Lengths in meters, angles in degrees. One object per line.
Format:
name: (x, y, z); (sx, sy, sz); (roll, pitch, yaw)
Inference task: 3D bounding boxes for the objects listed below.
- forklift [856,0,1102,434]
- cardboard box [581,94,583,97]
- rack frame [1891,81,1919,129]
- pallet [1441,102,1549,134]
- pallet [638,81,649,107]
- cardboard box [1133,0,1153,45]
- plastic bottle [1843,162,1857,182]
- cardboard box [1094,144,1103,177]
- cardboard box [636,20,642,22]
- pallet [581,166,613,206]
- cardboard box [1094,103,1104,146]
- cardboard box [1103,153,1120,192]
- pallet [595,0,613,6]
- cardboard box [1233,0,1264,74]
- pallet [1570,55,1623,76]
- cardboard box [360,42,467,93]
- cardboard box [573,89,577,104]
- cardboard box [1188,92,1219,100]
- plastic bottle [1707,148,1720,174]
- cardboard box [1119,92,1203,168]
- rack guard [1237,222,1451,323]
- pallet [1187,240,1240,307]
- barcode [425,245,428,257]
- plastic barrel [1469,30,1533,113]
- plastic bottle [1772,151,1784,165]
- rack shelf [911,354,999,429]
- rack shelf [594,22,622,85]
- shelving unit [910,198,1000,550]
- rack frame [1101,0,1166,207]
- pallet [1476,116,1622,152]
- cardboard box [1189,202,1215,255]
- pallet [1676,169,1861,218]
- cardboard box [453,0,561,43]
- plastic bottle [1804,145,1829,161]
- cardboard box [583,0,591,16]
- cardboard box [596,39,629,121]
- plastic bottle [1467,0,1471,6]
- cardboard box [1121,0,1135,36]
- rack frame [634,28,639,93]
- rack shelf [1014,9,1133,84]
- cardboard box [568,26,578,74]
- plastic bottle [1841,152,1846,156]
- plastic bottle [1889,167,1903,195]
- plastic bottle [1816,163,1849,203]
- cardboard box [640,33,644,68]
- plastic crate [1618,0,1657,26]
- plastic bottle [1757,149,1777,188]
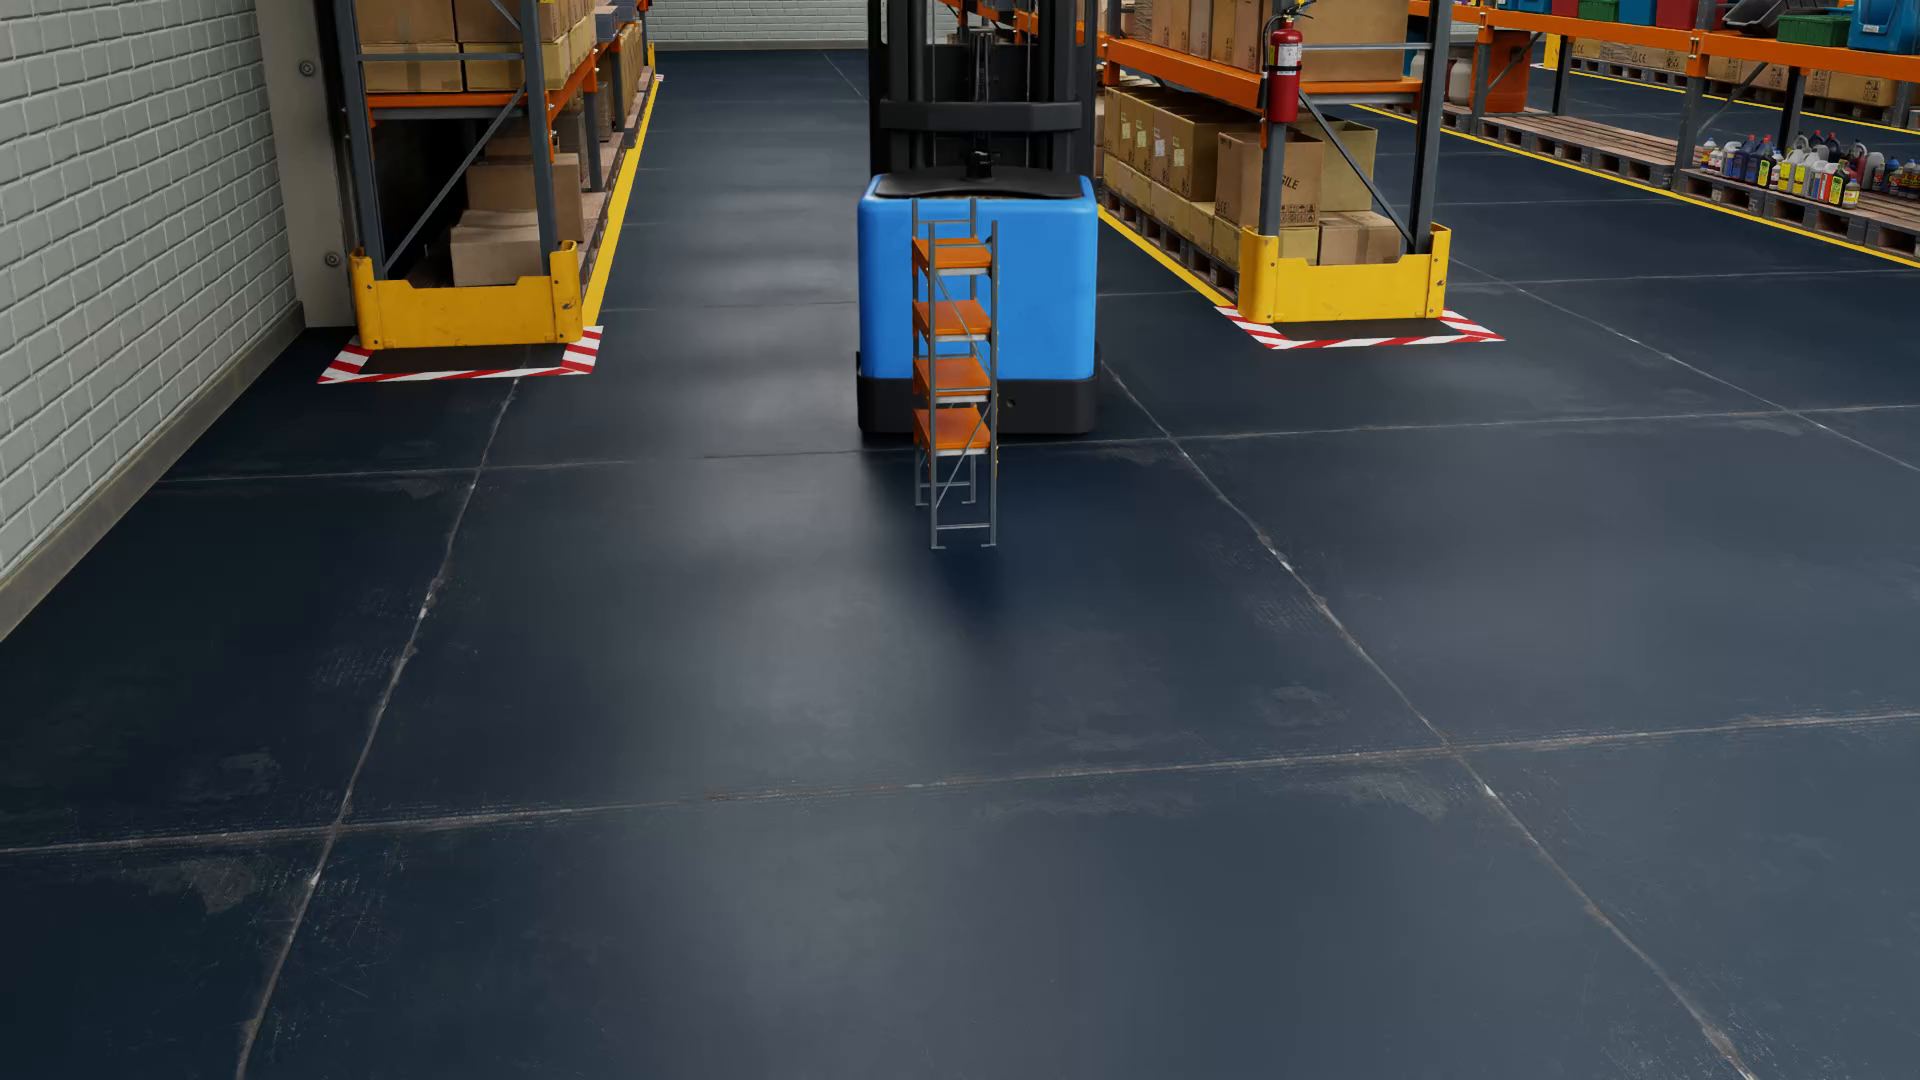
forklift: (0.114, -2.301, 8.189); (1.130, 2.935, 3.031); (1, 20, 2)
cardboard box: (-3.614, -3.694, 14.764); (0.700, 0.500, 0.500); (-3, 21, -8)
rack frame: (10.877, -6.010, 18.021); (1.000, 3.000, 0.127); (-3, 21, -8)
pallet: (5.820, -4.725, 18.565); (1.003, 0.211, 1.213); (-3, 21, -8)
pallet: (-4.437, -5.607, 20.926); (1.003, 0.211, 1.213); (-3, 21, -8)
cardboard box: (1.720, -4.020, 12.551); (0.700, 0.500, 0.500); (-3, 21, -9)
plastic bottle: (6.526, -2.632, 12.230); (0.061, 0.283, 0.133); (-3, 21, -8)
cardboard box: (1.303, -3.165, 13.732); (0.500, 0.250, 0.500); (-3, 21, -8)
cardboard box: (-4.583, -7.088, 22.951); (0.380, 0.149, 0.250); (-3, 21, -8)
pallet: (-3.365, -2.839, 13.516); (1.003, 0.211, 1.213); (-3, 21, -8)
cardboard box: (1.308, -3.424, 13.625); (0.500, 0.311, 0.500); (-3, 21, -8)
cardboard box: (1.417, -2.860, 12.915); (0.500, 0.250, 0.500); (-3, 21, -8)
pallet: (-3.502, -4.488, 14.218); (1.003, 0.211, 1.213); (-3, 21, -8)
cardboard box: (2.091, -3.133, 10.174); (0.700, 0.500, 0.500); (-2, 21, -6)
pallet: (9.916, -7.201, 25.194); (1.003, 0.211, 1.213); (-3, 21, -8)
cardboard box: (-2.934, -2.582, 9.028); (0.500, 0.250, 0.500); (-3, 21, -7)
cardboard box: (-3.520, -3.849, 14.105); (0.500, 0.250, 0.500); (-4, 21, -9)
cardboard box: (1.993, -3.064, 12.390); (0.500, 0.500, 0.500); (-3, 21, -8)
plastic bottle: (6.179, -3.103, 13.608); (0.097, 0.201, 0.097); (0, 20, 0)
cardboard box: (1.487, -3.038, 12.320); (0.500, 0.500, 0.500); (-3, 21, -8)
rack guard: (2.230, -1.563, 9.686); (1.175, 0.500, 0.348); (-3, 21, -8)
pallet: (2.075, -1.698, 10.462); (1.003, 0.211, 1.213); (-3, 21, -8)
barcode: (-3.084, -1.672, 9.606); (0.001, 0.075, 0.075); (-3, 21, -8)
plastic barrel: (5.888, -5.109, 18.110); (0.600, 0.830, 0.708); (-3, 21, -8)
plastic bottle: (6.343, -2.889, 12.934); (0.097, 0.271, 0.097); (0, 20, 0)
rack shelf: (-0.024, -0.556, 6.183); (0.258, 0.148, 0.480); (-3, 21, -8)
rack shelf: (-3.540, -4.231, 14.286); (1.077, 0.370, 4.000); (-3, 21, -8)
shelving unit: (-0.024, -0.619, 6.160); (0.258, 1.200, 0.503); (-3, 21, -8)
rack frame: (1.650, -4.127, 12.979); (1.000, 3.000, 0.127); (-3, 21, -8)
pallet: (6.049, -4.184, 17.117); (1.003, 0.211, 1.213); (-3, 21, -8)
cardboard box: (1.773, -1.994, 10.597); (0.500, 0.250, 0.500); (-3, 21, -8)
pallet: (6.607, -2.835, 13.504); (1.003, 0.211, 1.213); (-3, 21, -8)
cardboard box: (-2.446, -2.962, 8.973); (0.500, 0.500, 0.500); (-3, 21, -8)
plastic bottle: (6.815, -3.015, 13.264); (0.152, 0.276, 0.135); (-3, 21, -8)
cardboard box: (-2.800, -3.846, 11.339); (0.500, 0.500, 0.500); (-3, 21, -8)
cardboard box: (-3.804, -4.712, 17.016); (0.750, 0.750, 0.750); (-3, 21, -8)
plastic bottle: (5.496, -5.827, 17.814); (0.097, 0.201, 0.097); (0, 20, 0)
cardboard box: (1.536, -4.225, 13.455); (0.500, 0.250, 0.500); (-2, 21, -4)
rack frame: (-4.405, -6.646, 19.722); (1.000, 3.000, 0.127); (-3, 21, -8)
rack shelf: (1.361, -4.482, 14.959); (1.077, 0.370, 4.000); (-3, 21, -8)
cardboard box: (-2.588, -2.971, 10.069); (0.500, 0.250, 0.500); (-3, 21, -9)
plastic bottle: (7.022, -2.980, 13.161); (0.061, 0.283, 0.133); (-2, 21, -4)
plastic bottle: (7.097, -2.717, 12.574); (0.097, 0.201, 0.097); (0, 20, 0)
plastic bottle: (6.421, -2.623, 12.216); (0.152, 0.276, 0.135); (-3, 21, -7)
cardboard box: (-4.782, -6.819, 23.159); (0.700, 0.500, 0.500); (-3, 21, -8)
plastic crate: (6.085, -4.734, 14.627); (0.392, 0.384, 0.575); (-3, 21, -8)
plastic bottle: (6.267, -2.884, 12.904); (0.061, 0.283, 0.133); (-2, 21, -5)
